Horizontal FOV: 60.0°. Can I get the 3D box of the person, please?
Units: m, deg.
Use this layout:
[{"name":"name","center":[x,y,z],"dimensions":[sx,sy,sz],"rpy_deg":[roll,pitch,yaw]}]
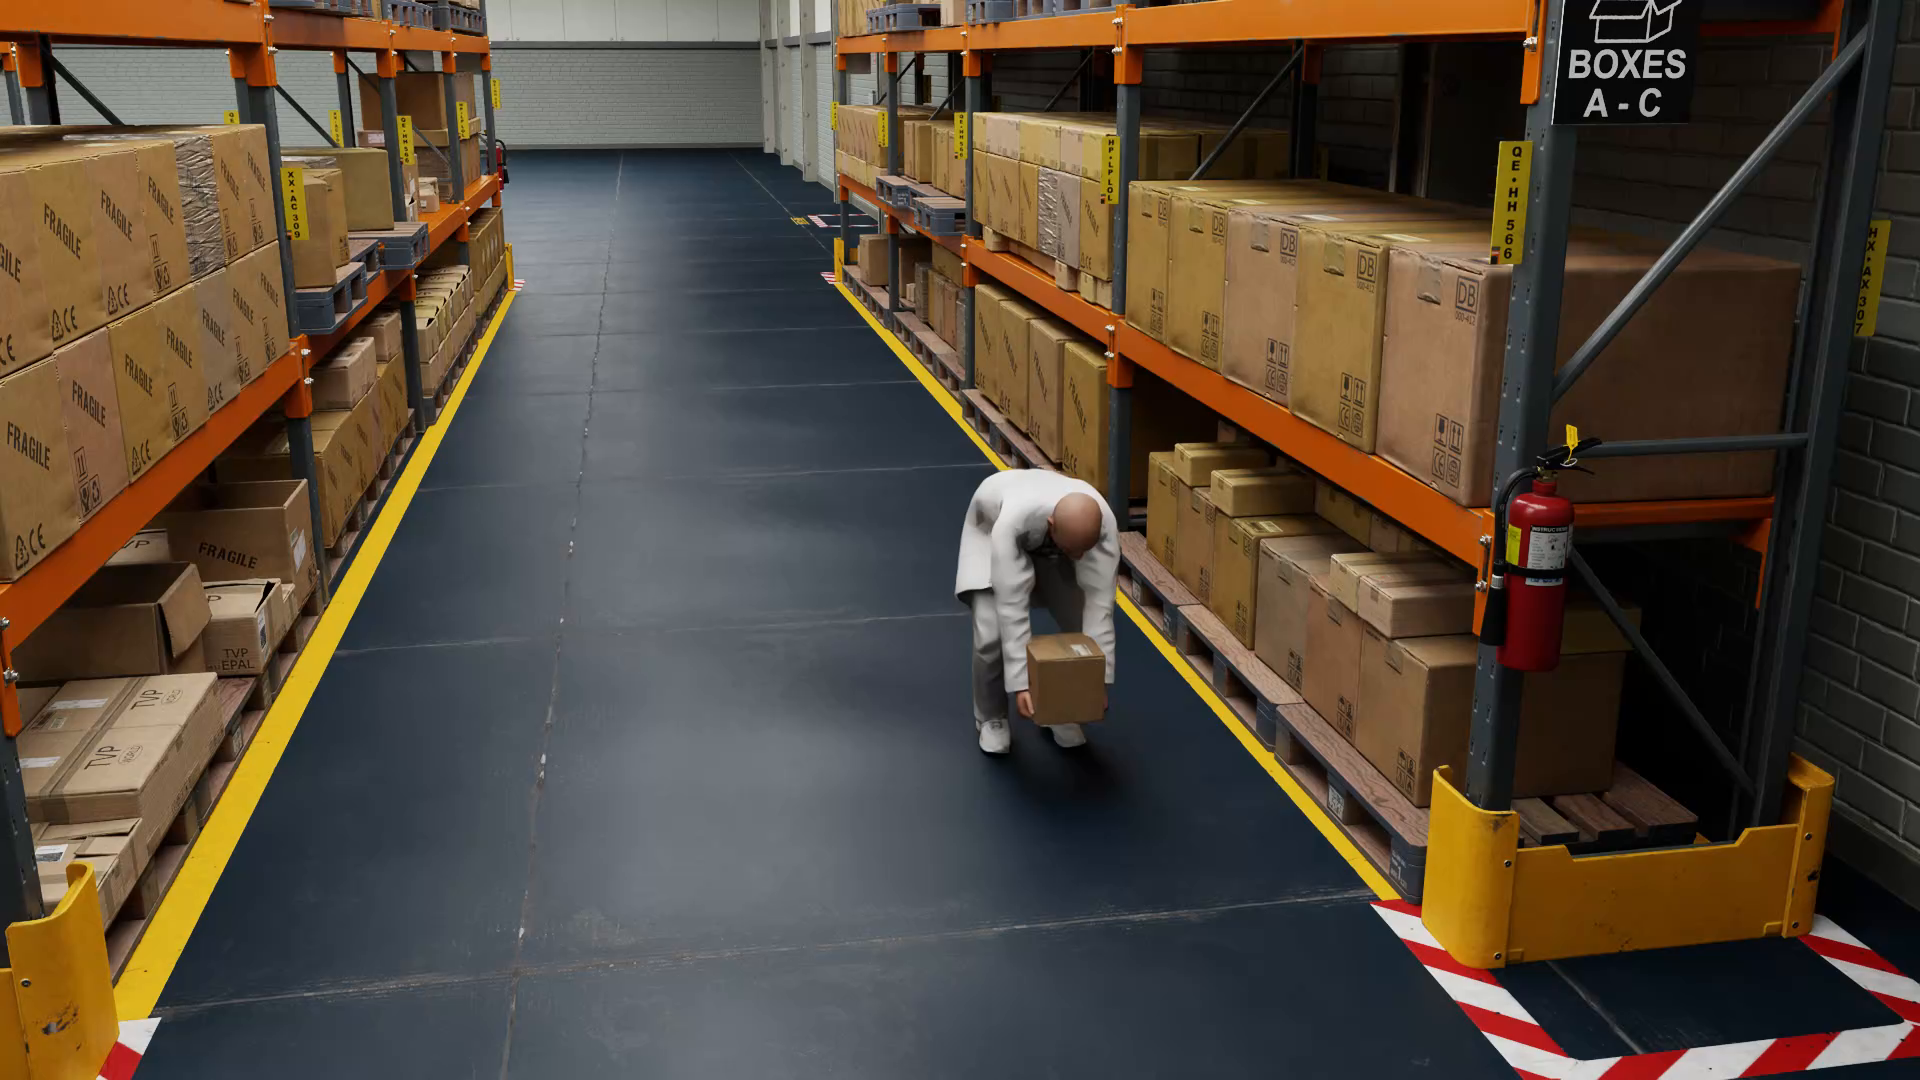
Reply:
[{"name":"person","center":[0.302,0.284,6.232],"dimensions":[0.586,1.136,0.938],"rpy_deg":[-4,17,-13]}]
